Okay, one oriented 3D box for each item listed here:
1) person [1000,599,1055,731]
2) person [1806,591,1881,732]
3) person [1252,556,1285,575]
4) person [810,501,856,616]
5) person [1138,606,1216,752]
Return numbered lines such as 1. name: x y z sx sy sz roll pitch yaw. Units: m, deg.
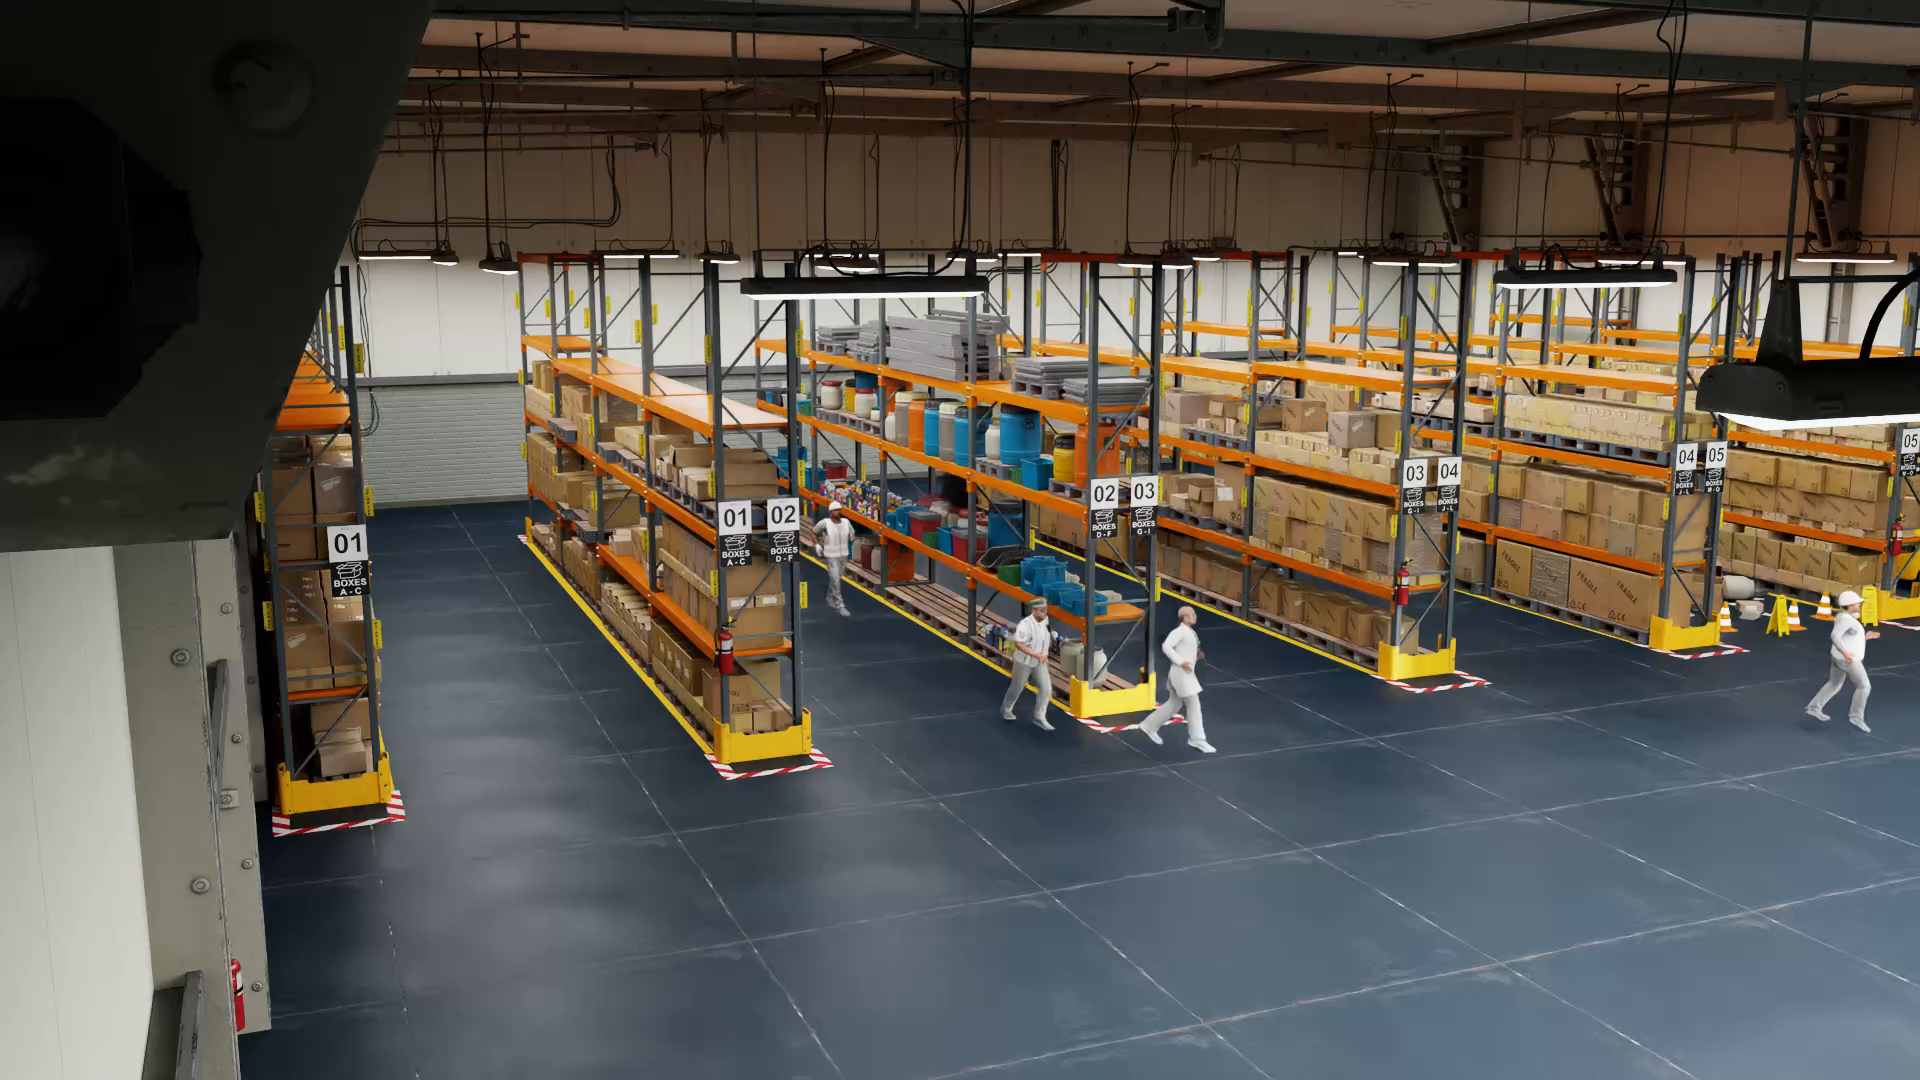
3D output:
1. person: 0.913 1.589 21.632 0.670 1.778 0.892 -8 13 -36
2. person: 11.479 1.565 21.560 0.776 1.831 0.630 2 11 12
3. person: 5.825 -0.176 31.388 0.545 1.580 0.873 -7 12 -34
4. person: -1.978 0.281 26.806 0.679 1.813 0.916 -7 13 -34
5. person: 2.745 1.716 20.828 0.981 1.805 0.722 2 11 9
